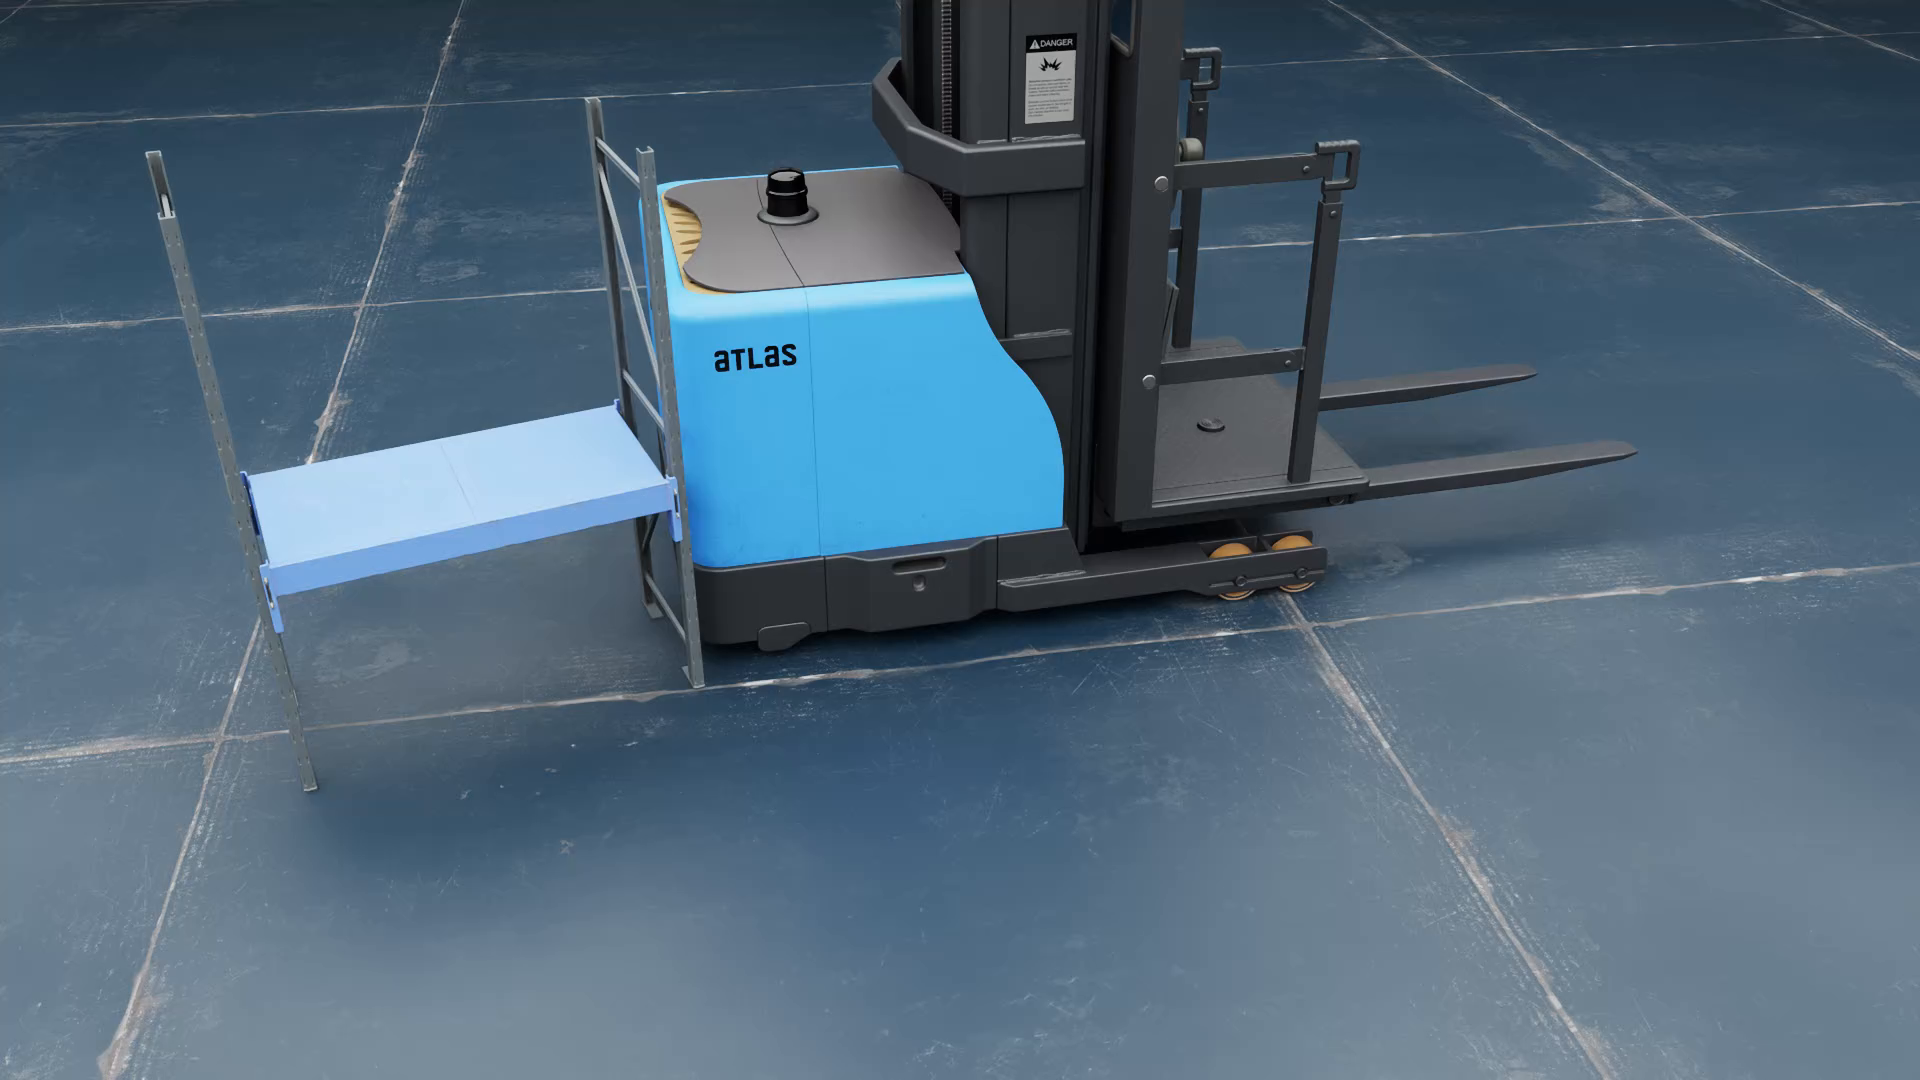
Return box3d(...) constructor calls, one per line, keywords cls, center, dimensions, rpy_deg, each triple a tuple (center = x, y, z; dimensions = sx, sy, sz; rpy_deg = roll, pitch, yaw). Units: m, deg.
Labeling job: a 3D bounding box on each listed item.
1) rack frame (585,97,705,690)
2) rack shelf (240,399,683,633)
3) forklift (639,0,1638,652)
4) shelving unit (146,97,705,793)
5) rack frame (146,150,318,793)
box3d(cls="rack frame", center=(-0.822, -0.353, 4.370), dimensions=(0.032, 1.500, 0.500), rpy_deg=(-14, 33, -22))
box3d(cls="rack shelf", center=(-1.279, -0.085, 4.270), dimensions=(1.000, 0.185, 0.538), rpy_deg=(-14, 33, -22))
box3d(cls="forklift", center=(0.611, -1.338, 4.634), dimensions=(3.031, 2.935, 1.130), rpy_deg=(-7, 31, -12))
box3d(cls="shelving unit", center=(-1.279, -0.240, 4.179), dimensions=(1.048, 1.500, 0.538), rpy_deg=(-14, 33, -22))
box3d(cls="rack frame", center=(-1.737, -0.128, 3.989), dimensions=(0.032, 1.500, 0.500), rpy_deg=(-14, 33, -22))
